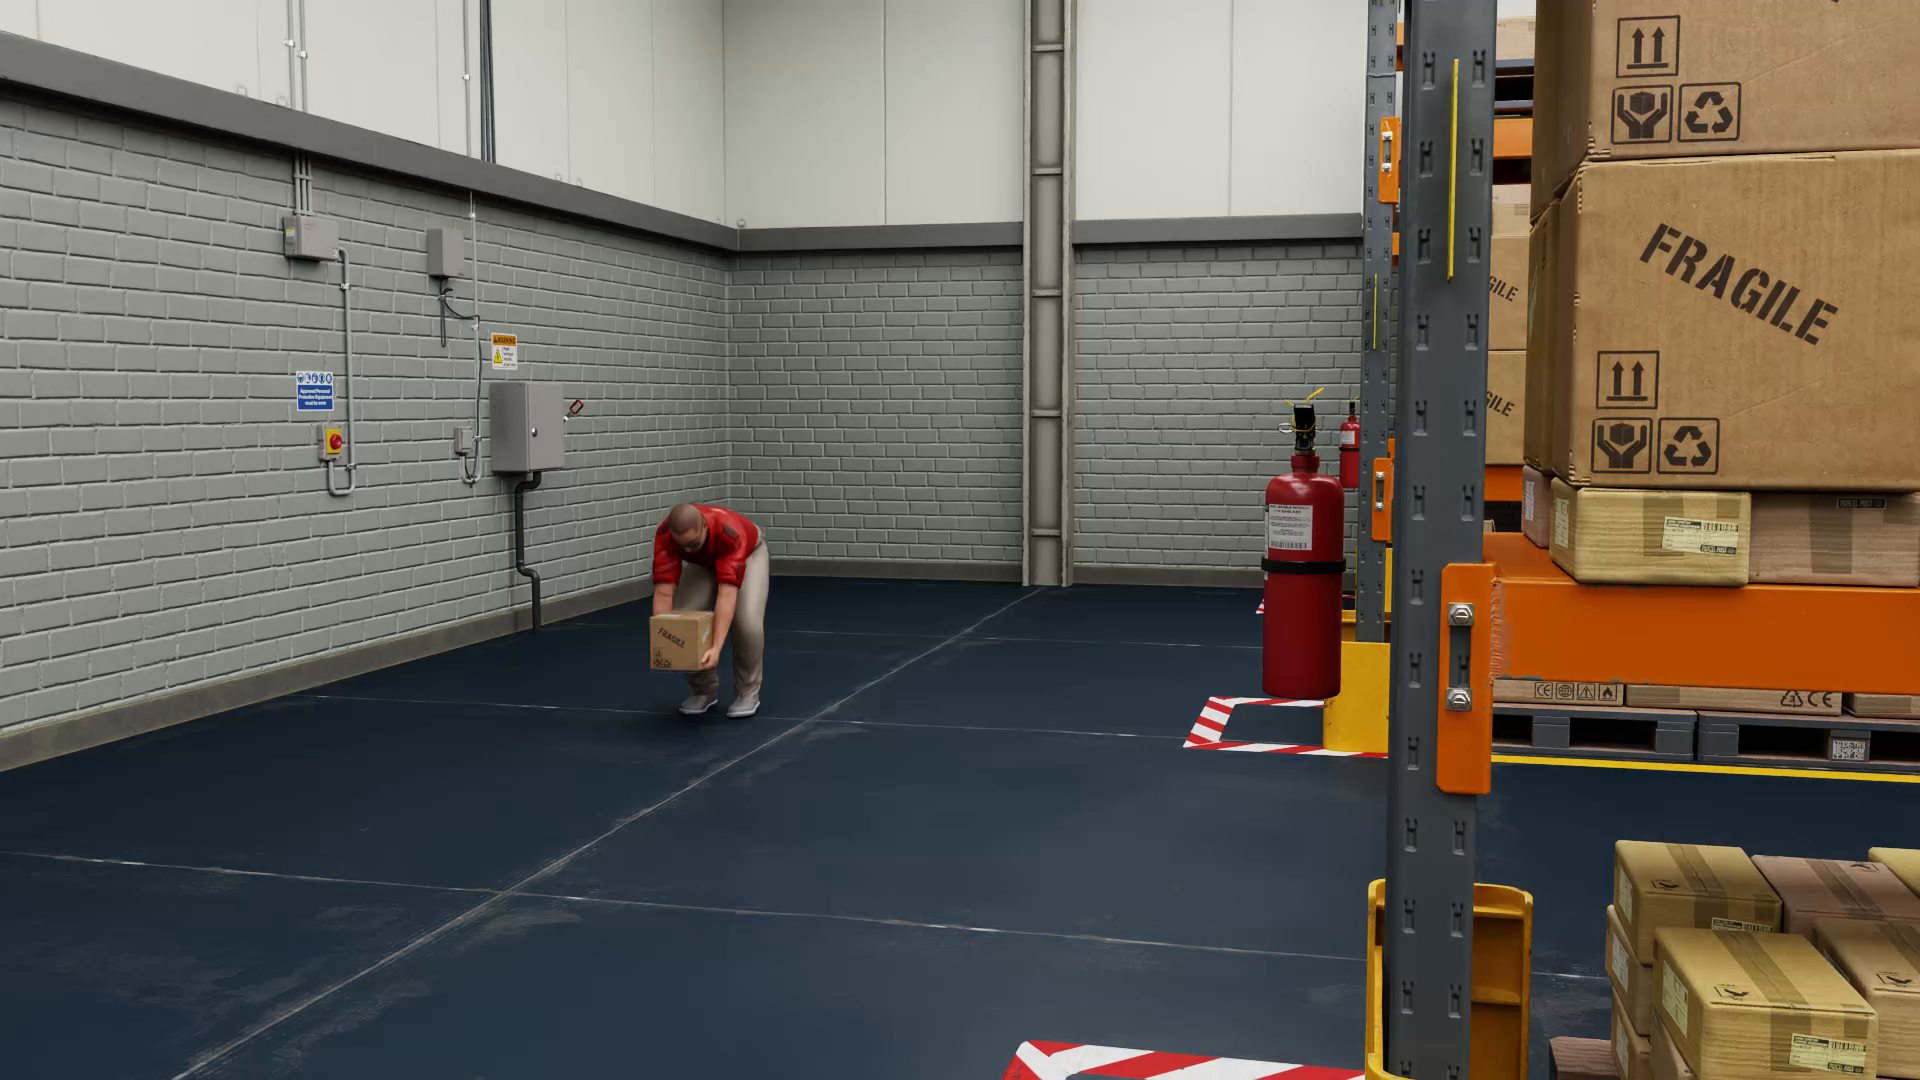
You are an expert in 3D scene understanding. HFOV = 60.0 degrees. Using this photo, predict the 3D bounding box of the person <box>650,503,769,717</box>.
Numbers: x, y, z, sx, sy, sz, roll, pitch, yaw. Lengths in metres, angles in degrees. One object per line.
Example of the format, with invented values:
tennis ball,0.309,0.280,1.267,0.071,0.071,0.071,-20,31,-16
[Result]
person,-1.246,0.345,8.281,0.511,1.102,0.941,1,5,11
